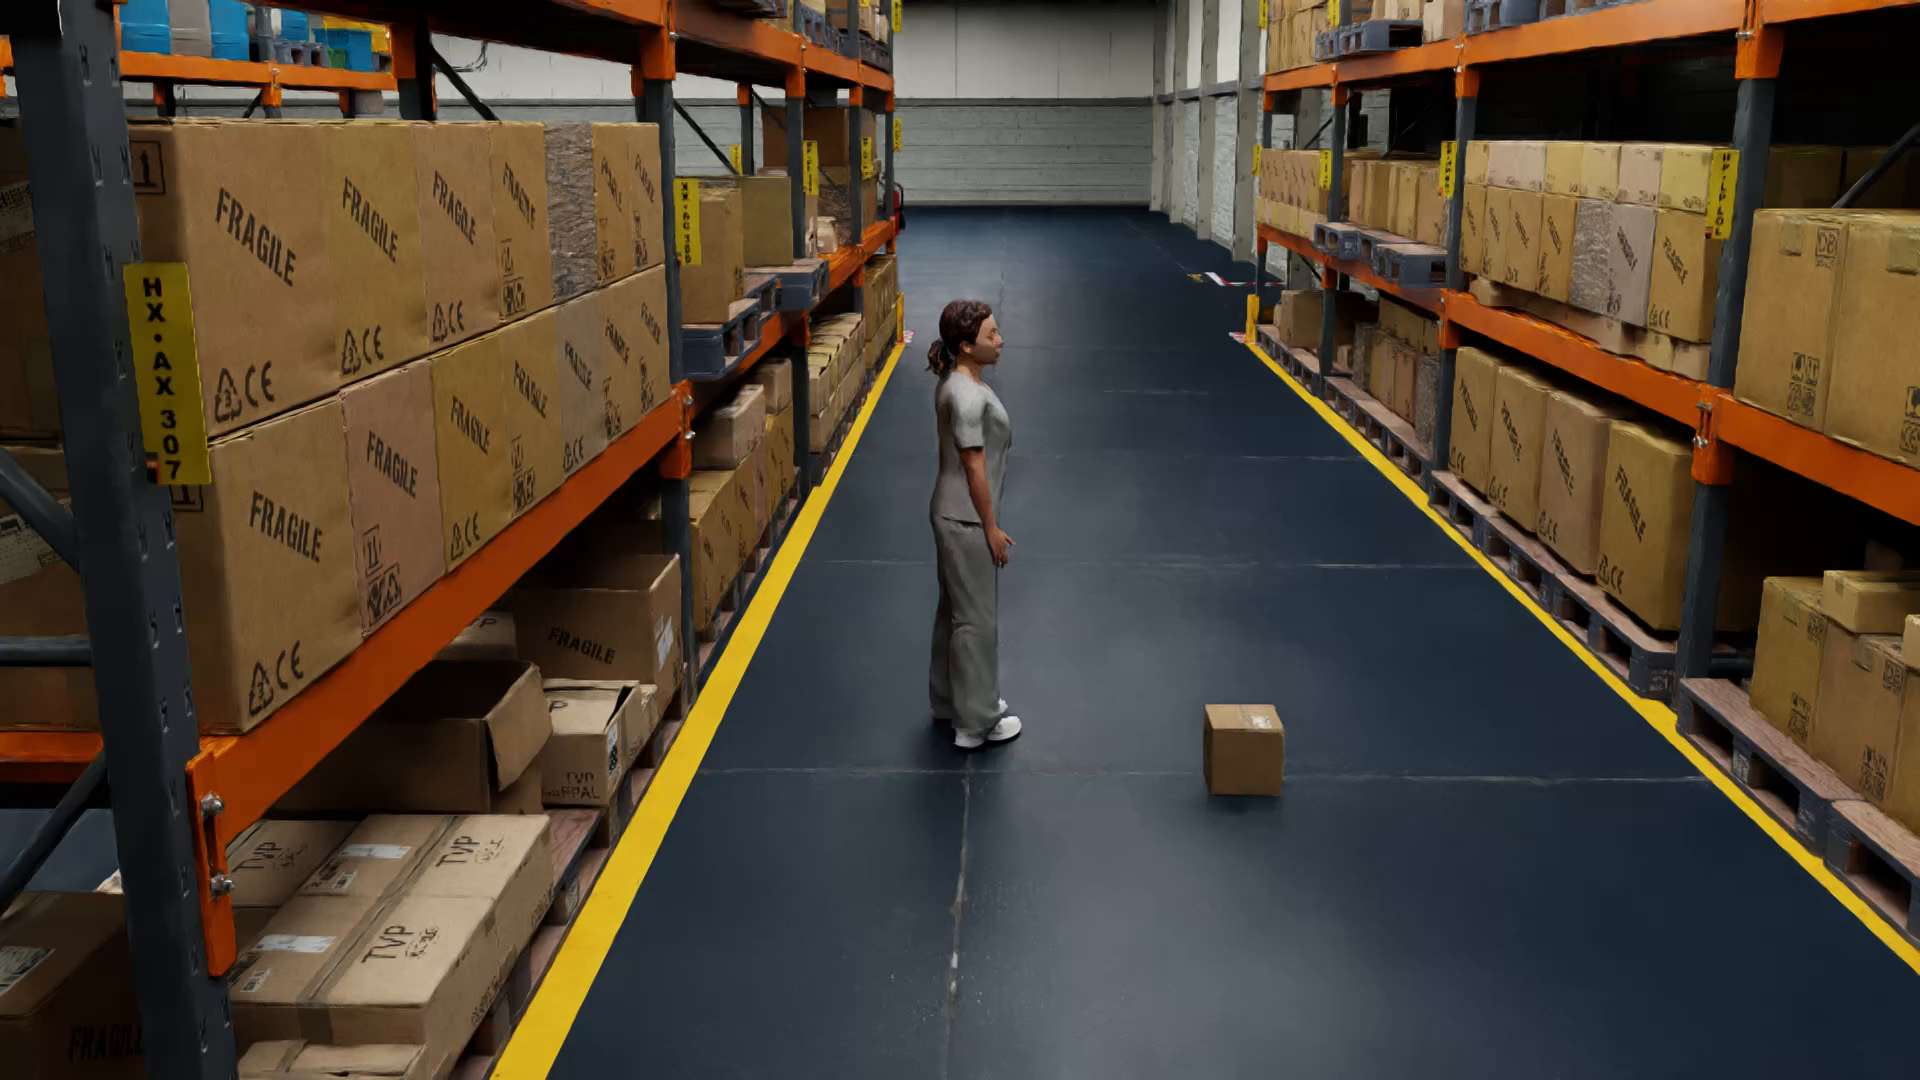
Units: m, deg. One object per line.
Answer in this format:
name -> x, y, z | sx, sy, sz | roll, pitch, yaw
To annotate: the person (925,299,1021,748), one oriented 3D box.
person -> 0.057, -0.068, 6.233 | 0.354, 1.669, 0.478 | -1, 14, -4
